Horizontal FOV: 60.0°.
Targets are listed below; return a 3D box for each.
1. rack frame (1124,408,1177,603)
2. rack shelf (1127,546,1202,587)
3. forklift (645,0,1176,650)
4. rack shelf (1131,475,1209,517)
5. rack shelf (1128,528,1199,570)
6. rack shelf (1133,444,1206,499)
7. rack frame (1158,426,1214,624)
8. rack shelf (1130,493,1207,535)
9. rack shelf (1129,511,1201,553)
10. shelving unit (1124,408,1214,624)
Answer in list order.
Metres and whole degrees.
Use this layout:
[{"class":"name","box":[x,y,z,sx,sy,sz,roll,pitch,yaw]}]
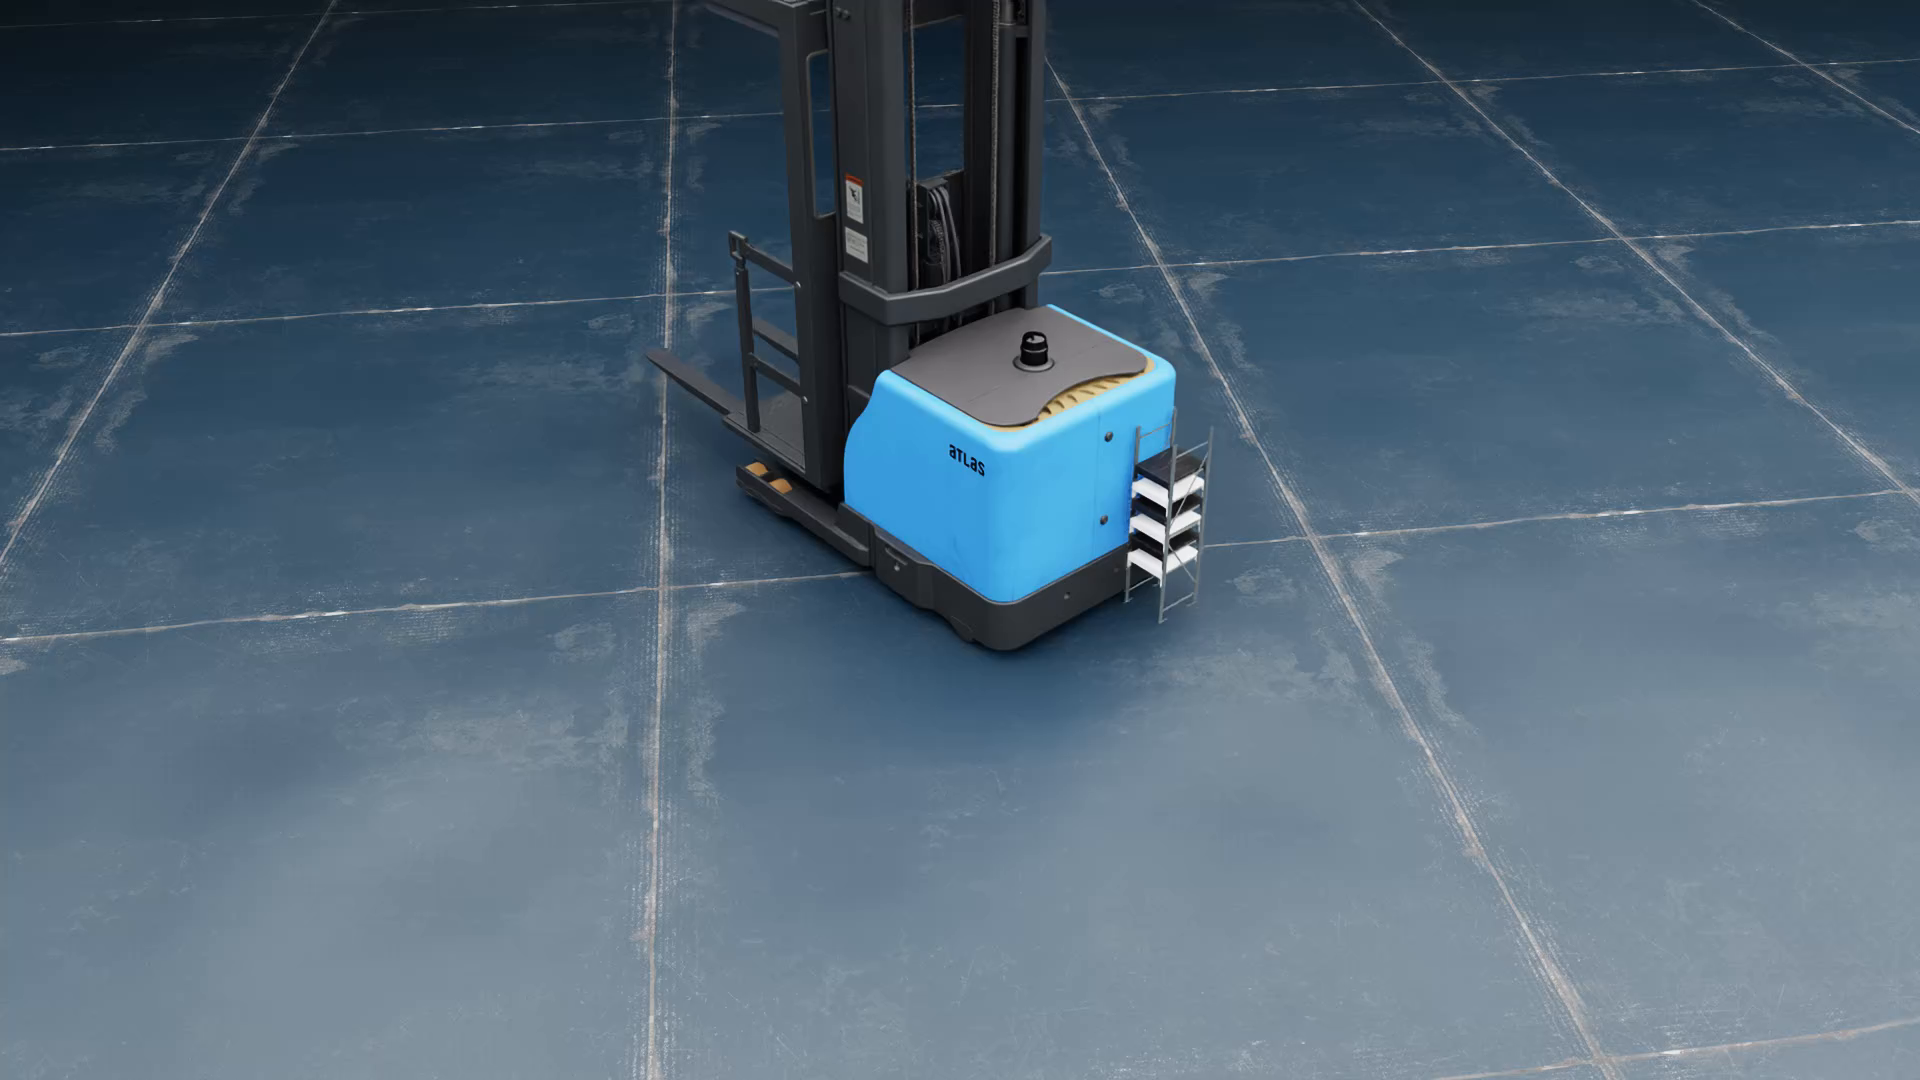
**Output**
[{"class":"rack frame","box":[0.817,-0.137,7.151,0.240,0.900,0.006,-26,42,-33]},{"class":"rack shelf","box":[0.884,0.083,7.208,0.258,0.077,0.200,-26,42,-33]},{"class":"forklift","box":[-0.427,-1.502,7.352,1.130,2.935,3.031,-26,42,-33]},{"class":"rack shelf","box":[0.884,-0.215,7.005,0.258,0.077,0.200,-26,42,-33]},{"class":"rack shelf","box":[0.884,0.008,7.158,0.258,0.077,0.200,-26,42,-33]},{"class":"rack shelf","box":[0.884,-0.289,6.955,0.258,0.077,0.200,-26,42,-33]},{"class":"rack frame","box":[0.951,-0.050,7.025,0.240,0.900,0.006,-26,42,-33]},{"class":"rack shelf","box":[0.884,-0.140,7.056,0.258,0.077,0.200,-26,42,-33]},{"class":"rack shelf","box":[0.884,-0.066,7.107,0.258,0.077,0.200,-26,42,-33]},{"class":"shelving unit","box":[0.884,-0.093,7.088,0.258,0.900,0.210,-26,42,-33]}]
